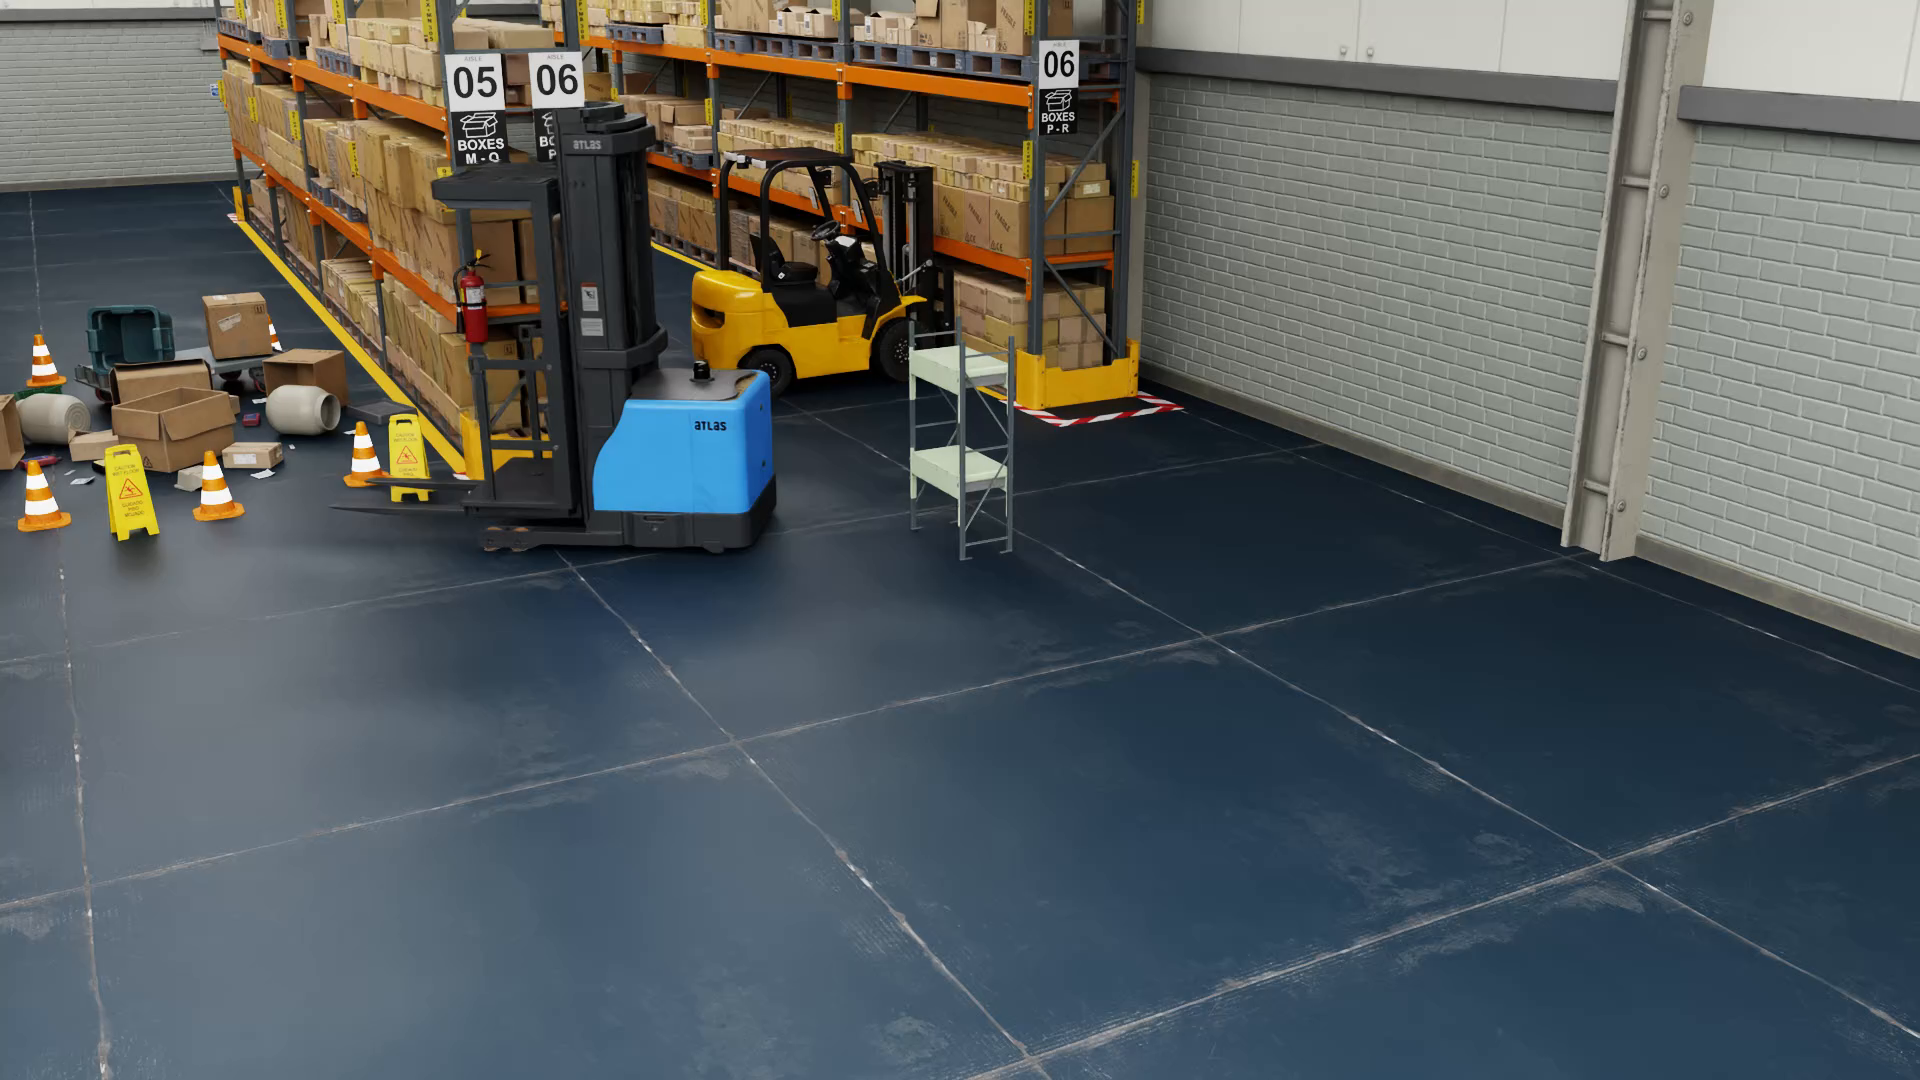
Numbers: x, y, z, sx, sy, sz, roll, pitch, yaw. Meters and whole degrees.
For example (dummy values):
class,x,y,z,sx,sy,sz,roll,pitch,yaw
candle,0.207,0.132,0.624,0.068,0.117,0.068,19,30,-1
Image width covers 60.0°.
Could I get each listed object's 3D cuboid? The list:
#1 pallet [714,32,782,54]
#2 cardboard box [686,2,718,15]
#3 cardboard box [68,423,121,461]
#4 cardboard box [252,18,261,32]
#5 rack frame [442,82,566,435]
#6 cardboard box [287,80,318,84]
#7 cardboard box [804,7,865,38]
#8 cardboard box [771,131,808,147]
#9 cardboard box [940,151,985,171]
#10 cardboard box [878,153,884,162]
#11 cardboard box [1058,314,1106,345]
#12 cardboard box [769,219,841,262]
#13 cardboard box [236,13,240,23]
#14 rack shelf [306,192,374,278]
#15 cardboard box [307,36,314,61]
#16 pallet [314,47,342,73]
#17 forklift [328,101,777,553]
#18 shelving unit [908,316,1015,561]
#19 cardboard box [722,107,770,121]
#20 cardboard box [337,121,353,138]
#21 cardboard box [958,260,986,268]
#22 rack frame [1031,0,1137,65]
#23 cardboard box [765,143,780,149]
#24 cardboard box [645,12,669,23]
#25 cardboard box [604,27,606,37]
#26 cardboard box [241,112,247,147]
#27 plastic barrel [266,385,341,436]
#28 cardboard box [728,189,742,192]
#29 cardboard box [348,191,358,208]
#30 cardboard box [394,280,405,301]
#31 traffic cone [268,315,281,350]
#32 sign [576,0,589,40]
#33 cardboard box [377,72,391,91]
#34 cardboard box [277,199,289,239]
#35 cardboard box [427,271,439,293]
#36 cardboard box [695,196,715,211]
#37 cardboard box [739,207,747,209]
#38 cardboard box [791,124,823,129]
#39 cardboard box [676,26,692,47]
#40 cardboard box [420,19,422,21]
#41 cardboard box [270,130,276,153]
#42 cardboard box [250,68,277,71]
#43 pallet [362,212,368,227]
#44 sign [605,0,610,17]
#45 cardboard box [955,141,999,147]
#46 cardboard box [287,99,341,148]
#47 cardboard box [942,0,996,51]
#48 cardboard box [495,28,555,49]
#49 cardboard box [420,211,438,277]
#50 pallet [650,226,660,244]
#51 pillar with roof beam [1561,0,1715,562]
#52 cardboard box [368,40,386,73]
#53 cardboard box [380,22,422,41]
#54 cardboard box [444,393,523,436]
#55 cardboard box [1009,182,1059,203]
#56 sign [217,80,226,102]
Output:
class,x,y,z,sx,sy,sz,roll,pitch,yaw
pallet,-2.320,-6.179,20.629,1.213,0.211,1.003,-9,21,-24
cardboard box,-3.347,-6.920,21.652,0.380,0.149,0.250,-11,22,-28
cardboard box,-7.059,-0.816,13.590,0.396,0.266,0.258,-6,20,-17
cardboard box,-8.694,-6.498,20.979,0.380,0.166,0.250,-12,22,-30
rack frame,-3.288,-1.964,12.726,1.000,3.000,0.127,-10,21,-27
cardboard box,-9.000,-6.103,23.034,0.500,0.500,0.500,-10,21,-26
cardboard box,-1.379,-5.674,18.218,0.500,0.311,0.500,-11,22,-28
cardboard box,-2.006,-4.726,19.582,0.380,0.149,0.250,-11,22,-28
cardboard box,0.028,-3.650,16.006,0.380,0.149,0.250,-10,21,-26
cardboard box,-0.629,-3.960,17.360,0.380,0.149,0.250,-10,21,-27
cardboard box,1.038,-2.036,15.740,0.500,0.250,0.500,-10,21,-26
cardboard box,-1.799,-3.546,20.306,0.875,0.625,0.625,-11,22,-29
cardboard box,-9.697,-7.164,22.783,0.380,0.149,0.250,-9,21,-25
rack shelf,-6.137,-3.347,17.835,1.077,0.370,4.000,-10,21,-27
cardboard box,-6.966,-5.425,18.363,0.396,0.266,0.258,-10,21,-27
pallet,-5.882,-4.933,17.018,1.213,0.211,1.003,-10,21,-27
forklift,-2.885,-1.473,11.406,3.031,2.935,1.130,2,19,5
shelving unit,0.003,-0.707,11.381,0.431,1.500,0.755,-10,21,-27
cardboard box,-2.827,-5.449,22.026,0.500,0.500,0.500,-9,21,-24
cardboard box,-6.095,-4.174,16.882,0.380,0.149,0.250,-11,22,-29
cardboard box,0.311,-2.709,16.923,0.500,0.250,0.500,-10,22,-28
rack frame,1.078,-5.570,13.978,1.000,3.000,0.127,-10,21,-27
cardboard box,-1.991,-4.591,19.802,0.500,0.250,0.500,-10,21,-26
cardboard box,-4.076,-7.139,22.712,0.380,0.149,0.250,-9,21,-25
cardboard box,-5.051,-7.536,24.658,0.380,0.149,0.250,-10,21,-27
cardboard box,-10.168,-5.992,24.243,0.500,0.500,0.500,-9,21,-25
plastic barrel,-5.601,-1.105,14.185,0.512,0.421,0.421,4,19,11
cardboard box,-3.032,-4.784,23.091,0.380,0.149,0.250,-11,22,-29
cardboard box,-5.939,-3.444,16.756,0.380,0.149,0.250,-10,22,-28
cardboard box,-4.893,-2.269,15.036,0.380,0.149,0.250,-9,21,-25
traffic cone,-7.009,-2.053,16.870,0.336,0.463,0.334,-10,21,-27
sign,-2.811,-3.880,12.337,0.100,0.325,0.005,-10,21,-27
cardboard box,-4.721,-3.901,14.124,0.380,0.149,0.250,-10,22,-28
cardboard box,-9.190,-4.593,23.629,0.875,0.438,0.875,-10,22,-27
cardboard box,-4.124,-2.122,13.566,0.380,0.149,0.250,-10,21,-26
cardboard box,-3.335,-4.530,22.356,0.380,0.149,0.250,-11,22,-29
cardboard box,-2.674,-4.212,22.428,0.500,0.500,0.500,-9,21,-25
cardboard box,-1.863,-5.034,20.475,0.380,0.149,0.250,-10,21,-27
cardboard box,-3.417,-6.632,21.883,0.500,0.250,0.500,-10,21,-26
cardboard box,-4.609,-4.580,14.871,0.380,0.149,0.250,-9,21,-25
cardboard box,-8.537,-5.110,21.306,0.500,0.250,0.500,-10,21,-26
cardboard box,-9.688,-6.510,23.219,0.380,0.149,0.250,-10,21,-27
pallet,-5.423,-3.264,16.786,1.003,0.211,1.213,-10,21,-27
sign,-5.094,-7.755,24.116,0.100,0.325,0.005,-10,21,-27
cardboard box,0.176,-3.960,16.904,0.380,0.149,0.250,-10,22,-27
cardboard box,-7.563,-4.889,19.514,0.500,0.500,0.500,-11,22,-28
cardboard box,0.255,-4.844,15.522,0.700,0.500,0.500,-10,21,-26
cardboard box,-3.278,-3.774,12.534,0.380,0.149,0.250,-10,21,-27
cardboard box,-4.022,-2.410,13.407,0.500,0.500,0.500,-10,21,-27
pallet,-4.200,-4.633,24.735,1.003,0.211,1.213,-10,21,-27
pillar with roof beam,0.601,-3.520,8.038,9.100,9.000,0.400,-10,21,-27
cardboard box,-4.740,-4.139,14.204,0.500,0.250,0.500,-10,21,-26
cardboard box,-4.659,-4.282,14.008,0.380,0.149,0.250,-10,22,-27
cardboard box,-3.920,-1.060,13.677,0.500,0.250,0.500,-10,21,-27
cardboard box,0.667,-3.144,14.997,0.380,0.149,0.250,-10,21,-26
sign,-11.377,-6.920,25.638,0.100,0.325,0.005,-10,21,-27
